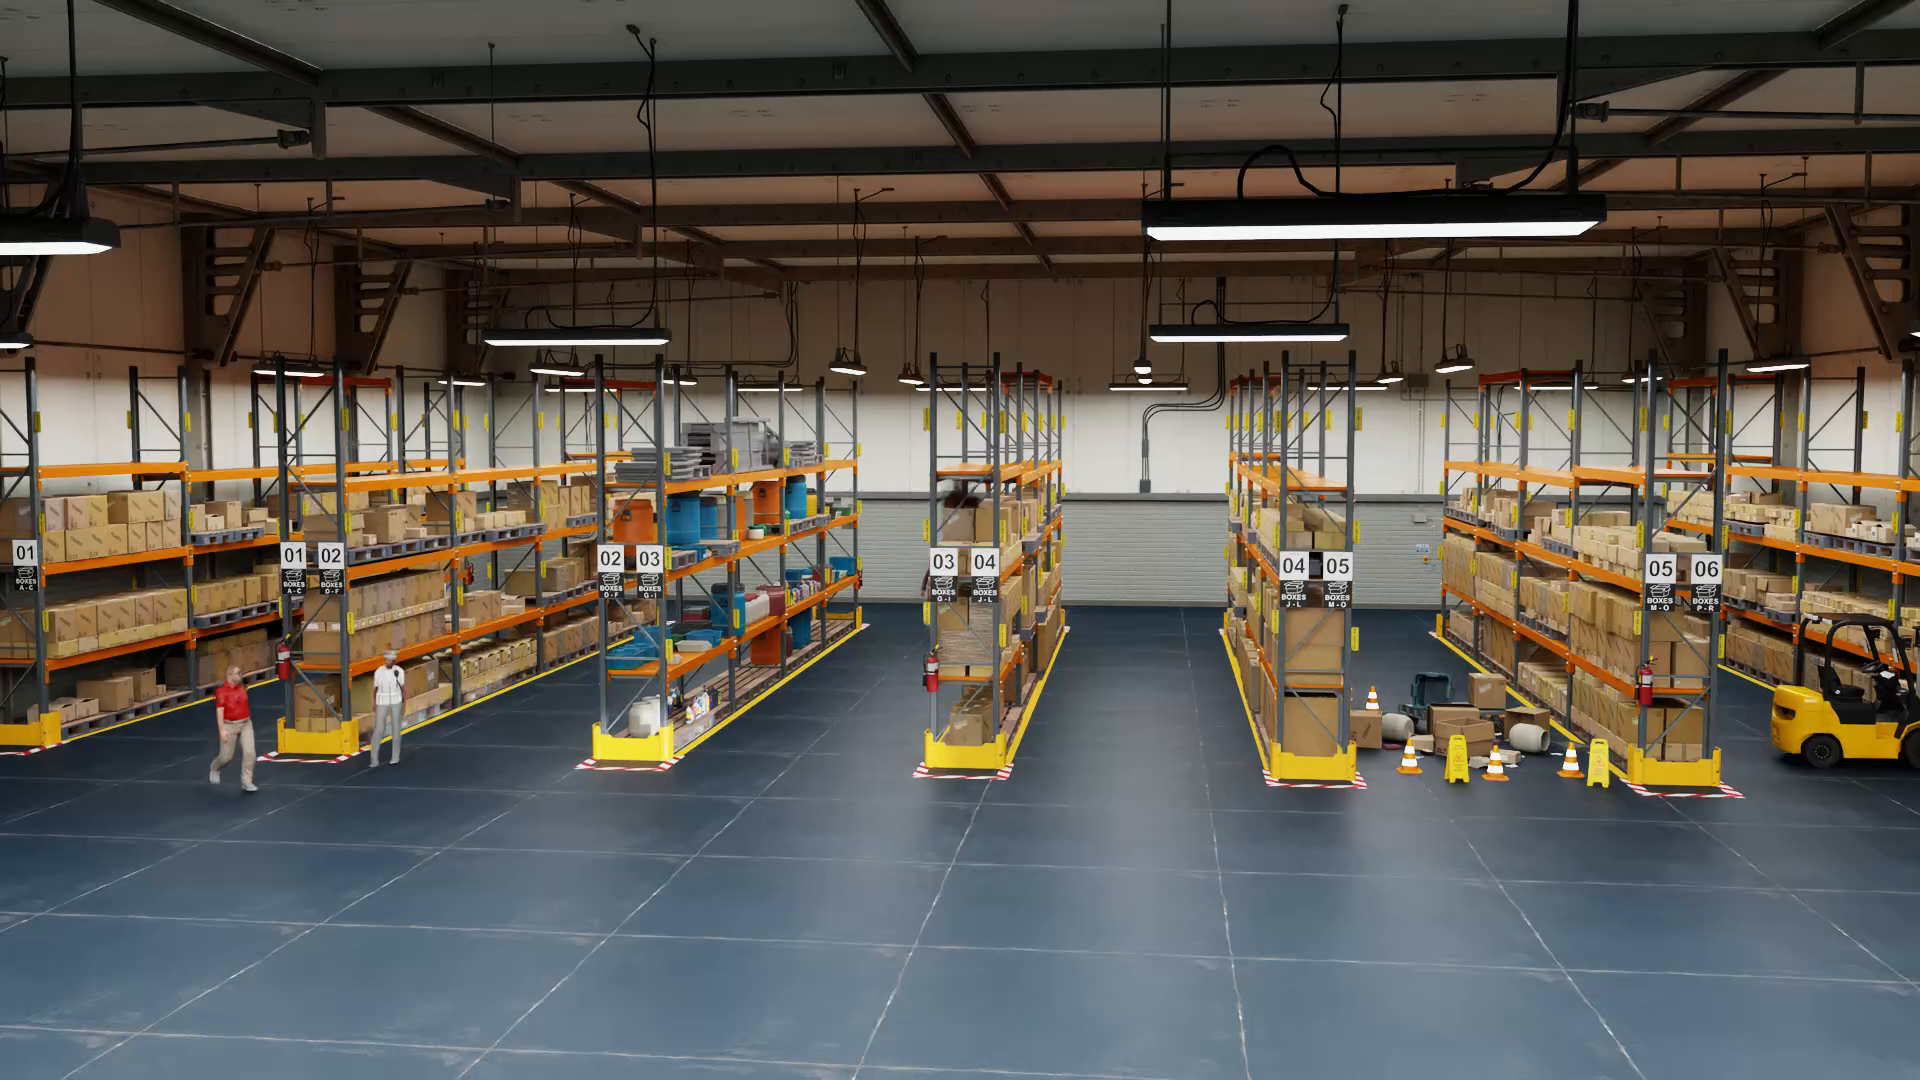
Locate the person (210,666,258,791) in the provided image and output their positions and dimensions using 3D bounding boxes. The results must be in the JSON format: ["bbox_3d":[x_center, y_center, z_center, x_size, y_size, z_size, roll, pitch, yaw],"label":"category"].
[{"bbox_3d":[-9.891,2.587,22.624,0.748,1.612,0.541,4,5,42],"label":"person"}]

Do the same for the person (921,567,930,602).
[{"bbox_3d":[-0.598,1.388,40.334,0.670,1.474,1.104,0,4,-5],"label":"person"}]

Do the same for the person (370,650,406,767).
[{"bbox_3d":[-8.392,2.462,24.383,0.528,1.697,0.432,-2,4,-24],"label":"person"}]
